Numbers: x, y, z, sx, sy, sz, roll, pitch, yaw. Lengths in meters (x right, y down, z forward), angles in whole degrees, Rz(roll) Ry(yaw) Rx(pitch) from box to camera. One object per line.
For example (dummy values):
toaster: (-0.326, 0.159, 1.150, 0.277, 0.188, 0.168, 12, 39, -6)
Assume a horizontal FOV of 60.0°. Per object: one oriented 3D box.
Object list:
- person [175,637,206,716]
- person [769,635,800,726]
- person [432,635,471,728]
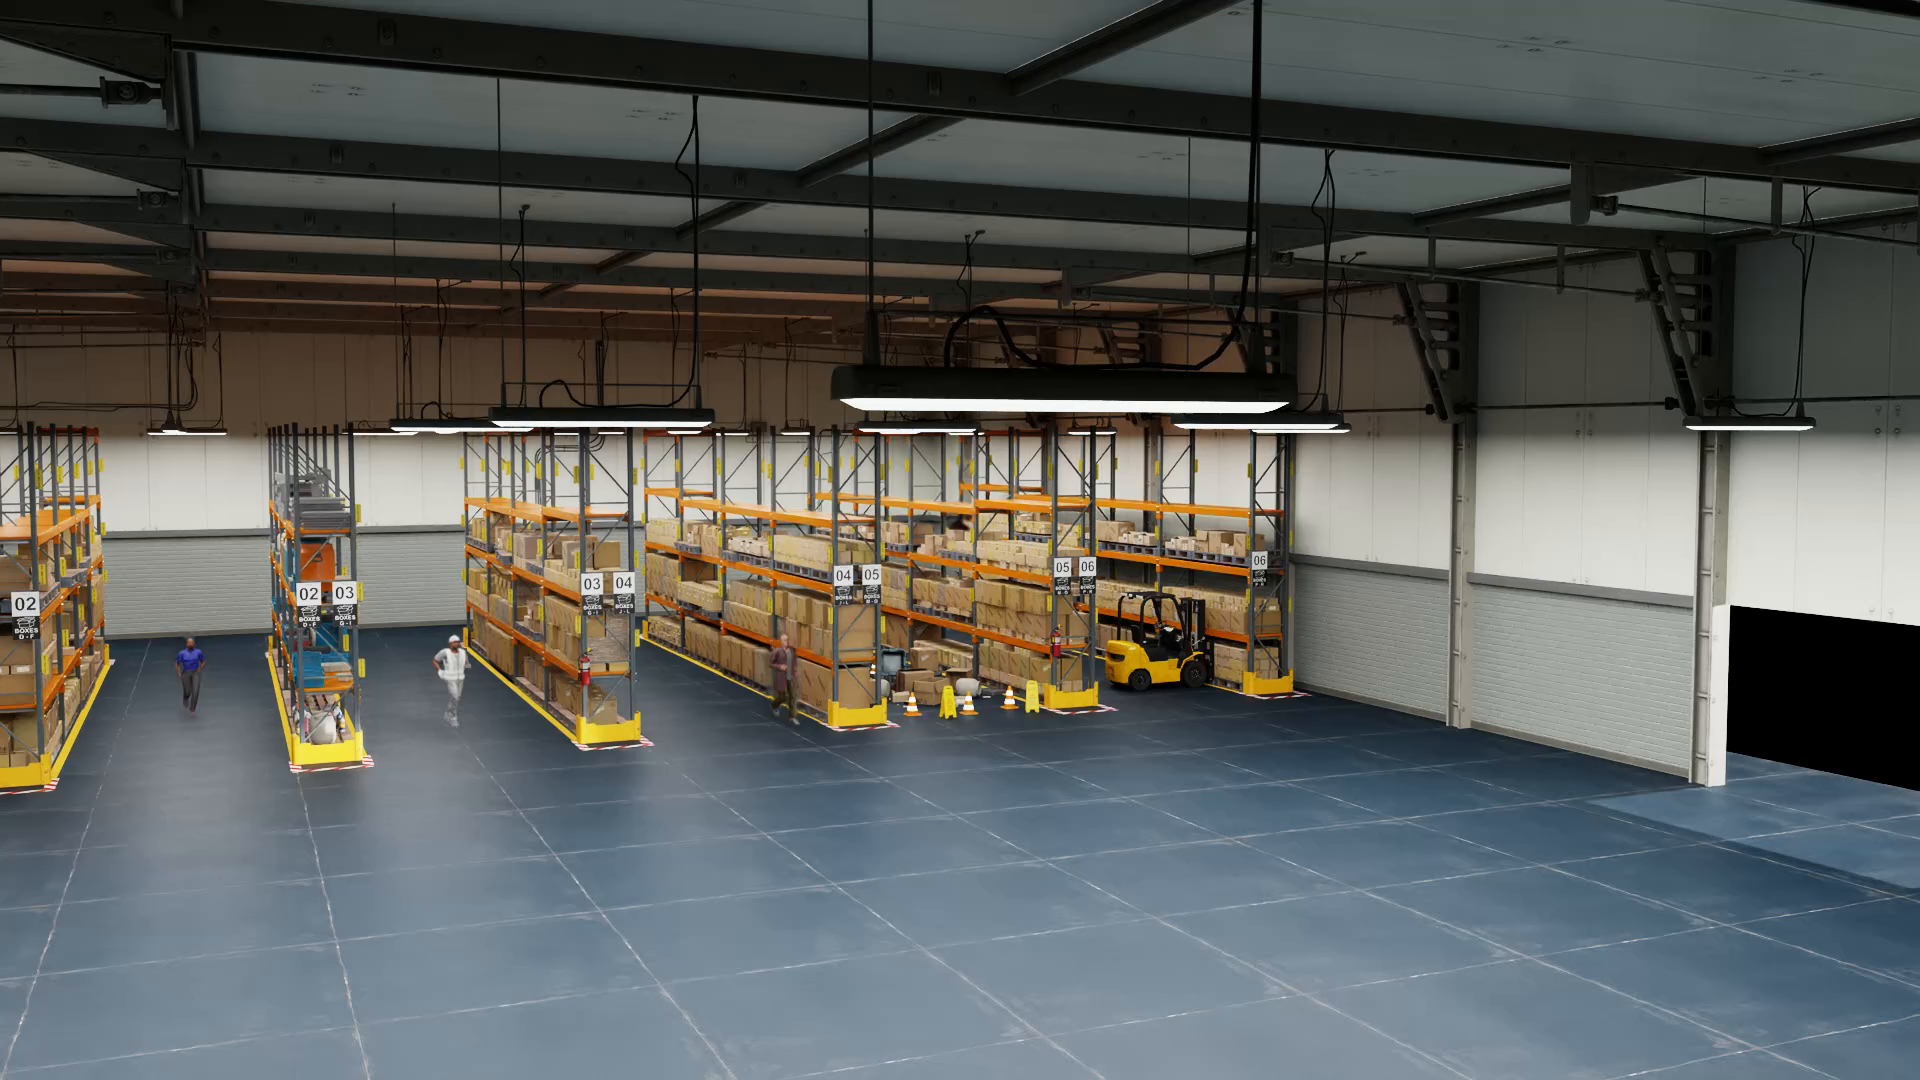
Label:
person: (-15.942, 2.824, 34.478, 0.583, 1.615, 0.558, -2, 4, -30)
person: (-3.515, 2.789, 33.413, 0.710, 1.790, 1.042, -2, 4, -32)
person: (-10.072, 2.815, 33.138, 0.776, 1.841, 0.655, 3, 4, 39)
